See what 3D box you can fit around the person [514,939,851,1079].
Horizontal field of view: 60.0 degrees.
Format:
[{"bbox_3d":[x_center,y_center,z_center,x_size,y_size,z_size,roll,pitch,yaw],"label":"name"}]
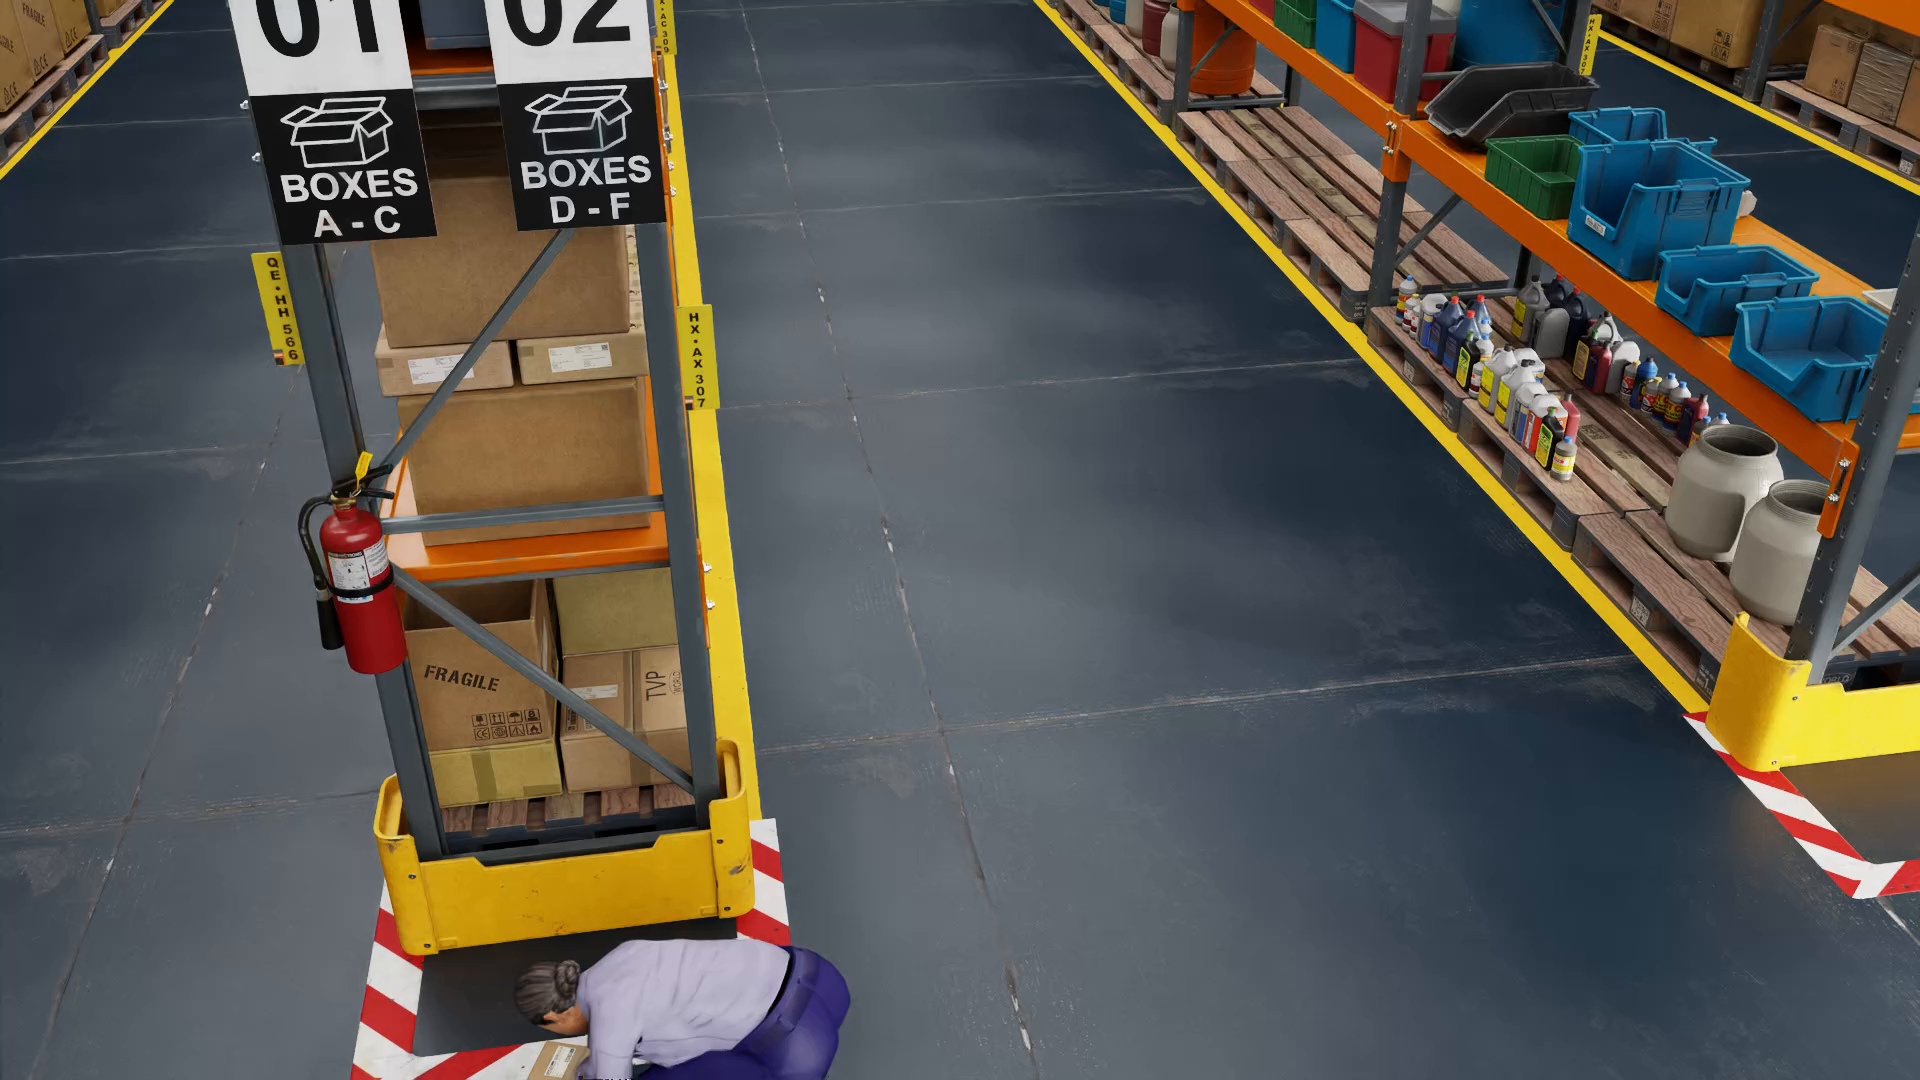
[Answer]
[{"bbox_3d":[-0.762,1.445,4.642,0.901,0.743,0.511,4,31,7],"label":"person"}]
